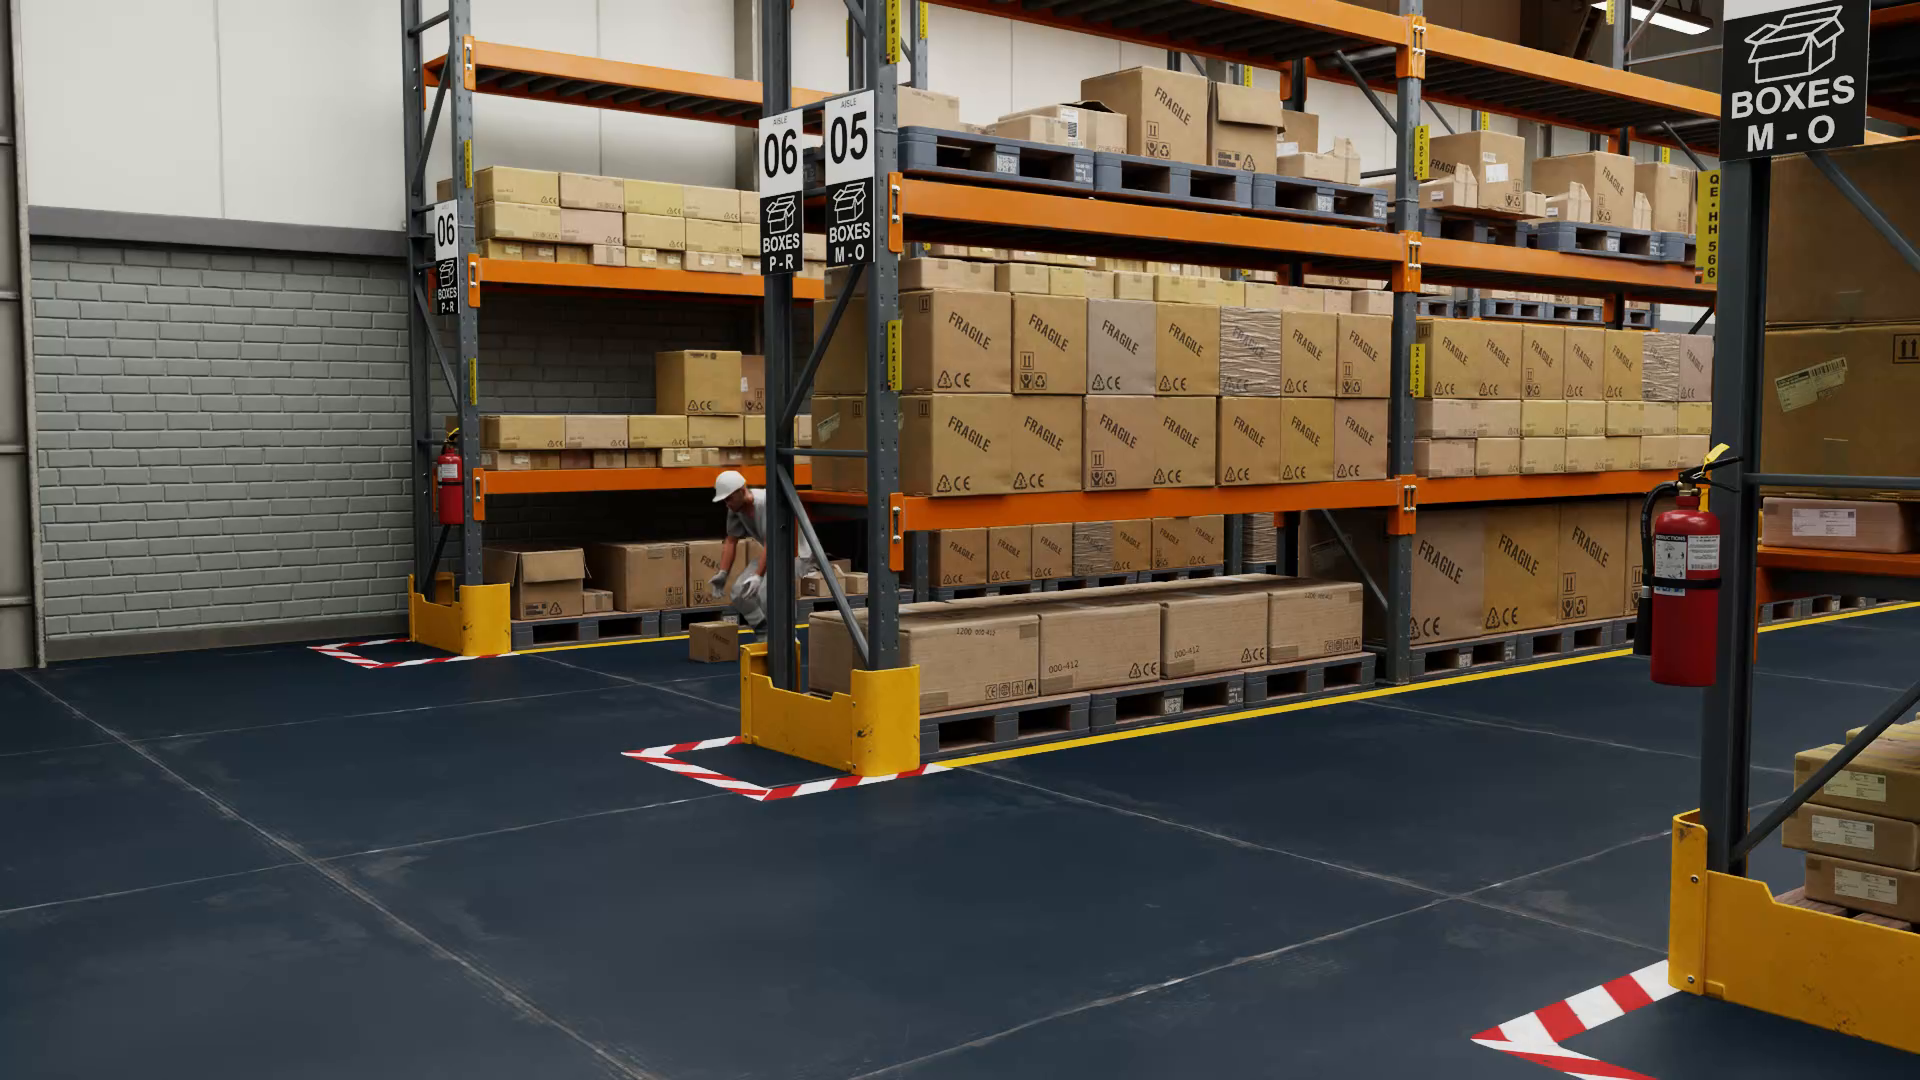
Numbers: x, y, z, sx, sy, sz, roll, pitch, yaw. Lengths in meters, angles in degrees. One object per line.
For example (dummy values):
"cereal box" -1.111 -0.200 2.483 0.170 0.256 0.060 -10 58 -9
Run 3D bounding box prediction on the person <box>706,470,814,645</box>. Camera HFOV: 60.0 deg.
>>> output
"person" -1.386 0.162 11.759 0.808 1.321 0.584 -3 5 -39
